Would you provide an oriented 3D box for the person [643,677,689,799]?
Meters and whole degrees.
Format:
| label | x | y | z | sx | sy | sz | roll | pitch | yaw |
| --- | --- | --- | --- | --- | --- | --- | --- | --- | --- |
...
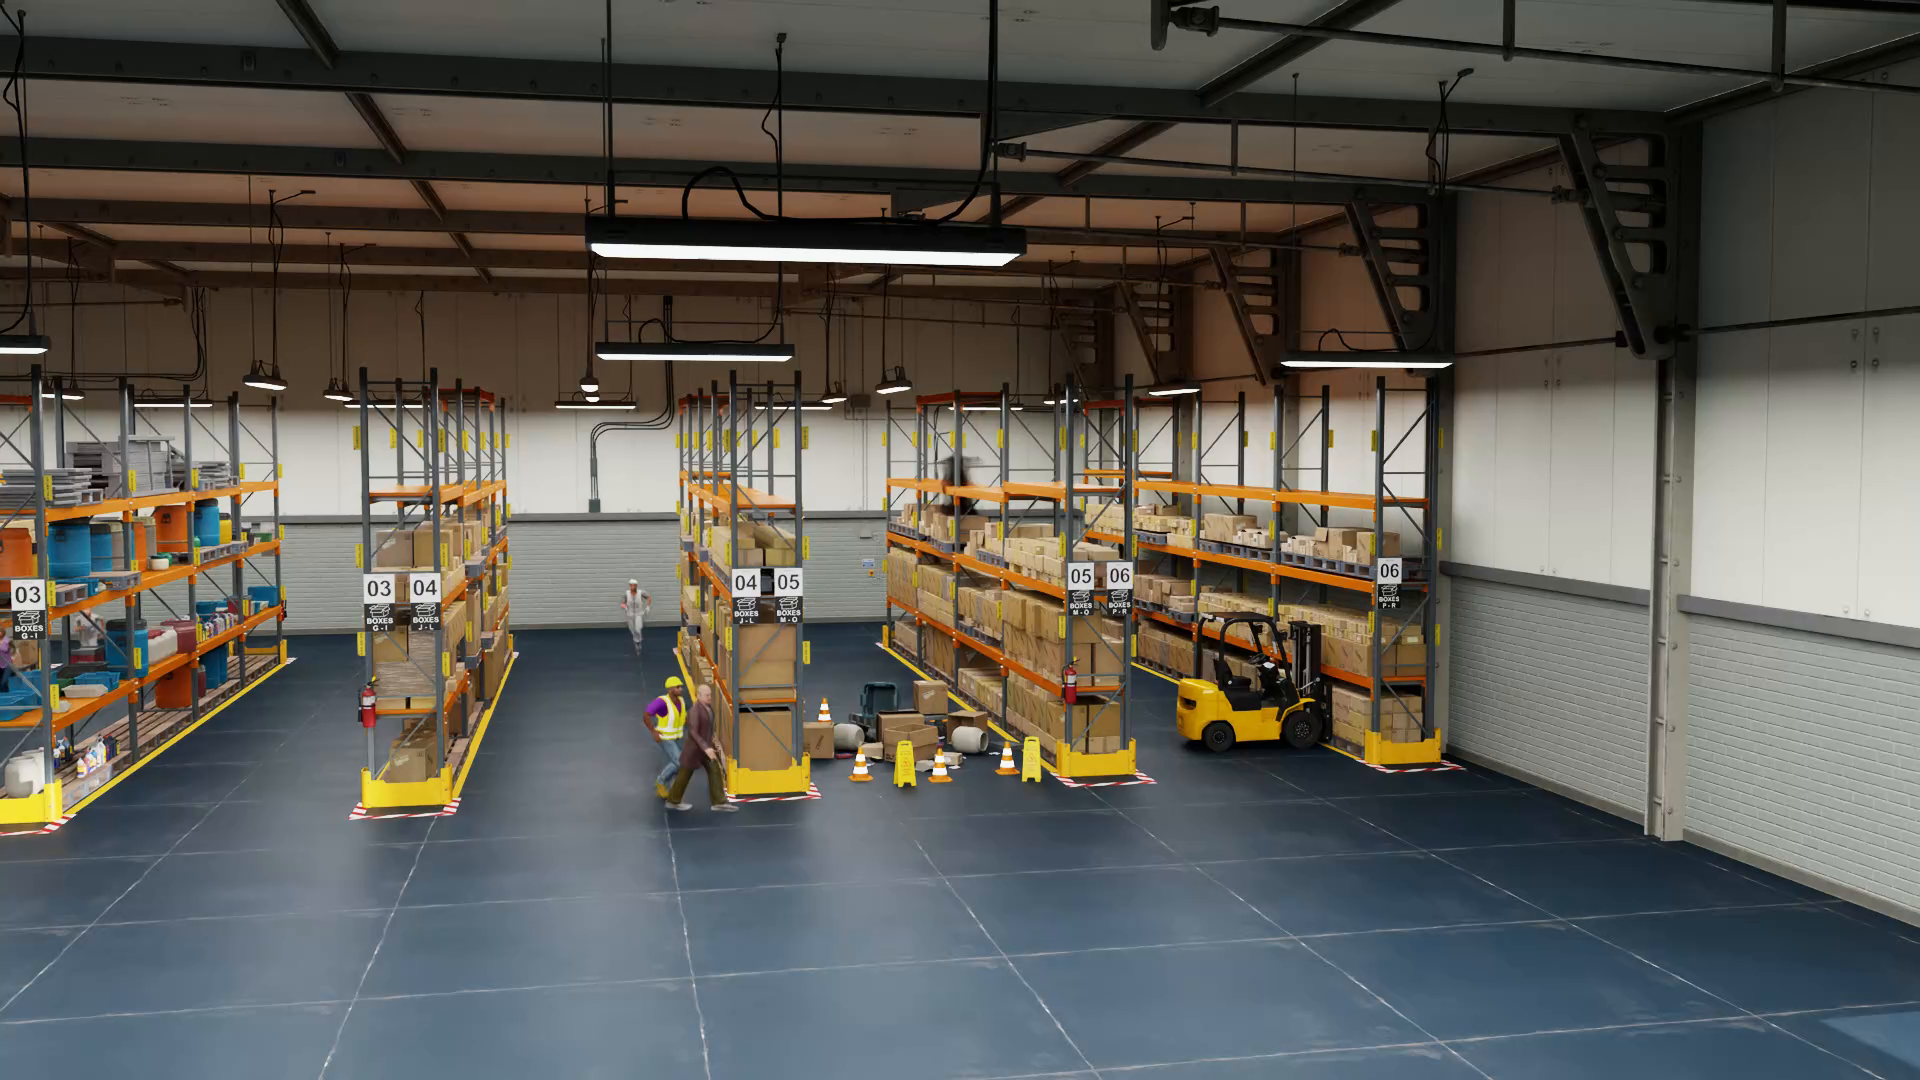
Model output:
| label | x | y | z | sx | sy | sz | roll | pitch | yaw |
| --- | --- | --- | --- | --- | --- | --- | --- | --- | --- |
| person | -4.000 | 2.760 | 23.138 | 0.684 | 1.717 | 0.708 | 2 | 4 | 29 |

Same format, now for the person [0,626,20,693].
| label | x | y | z | sx | sy | sz | roll | pitch | yaw |
| --- | --- | --- | --- | --- | --- | --- | --- | --- | --- |
| person | -17.680 | 2.380 | 30.701 | 0.528 | 1.602 | 0.877 | -1 | 4 | -15 |

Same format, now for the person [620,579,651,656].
| label | x | y | z | sx | sy | sz | roll | pitch | yaw |
| --- | --- | --- | --- | --- | --- | --- | --- | --- | --- |
| person | -7.598 | 1.811 | 38.924 | 0.657 | 1.819 | 0.844 | 0 | 3 | 3 |

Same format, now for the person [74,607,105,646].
| label | x | y | z | sx | sy | sz | roll | pitch | yaw |
| --- | --- | --- | --- | --- | --- | --- | --- | --- | --- |
| person | -18.258 | 2.122 | 34.870 | 0.531 | 1.591 | 0.755 | -1 | 4 | -17 |

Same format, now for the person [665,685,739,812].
| label | x | y | z | sx | sy | sz | roll | pitch | yaw |
| --- | --- | --- | --- | --- | --- | --- | --- | --- | --- |
| person | -3.488 | 2.776 | 22.201 | 0.998 | 1.722 | 0.644 | 1 | 4 | 20 |
